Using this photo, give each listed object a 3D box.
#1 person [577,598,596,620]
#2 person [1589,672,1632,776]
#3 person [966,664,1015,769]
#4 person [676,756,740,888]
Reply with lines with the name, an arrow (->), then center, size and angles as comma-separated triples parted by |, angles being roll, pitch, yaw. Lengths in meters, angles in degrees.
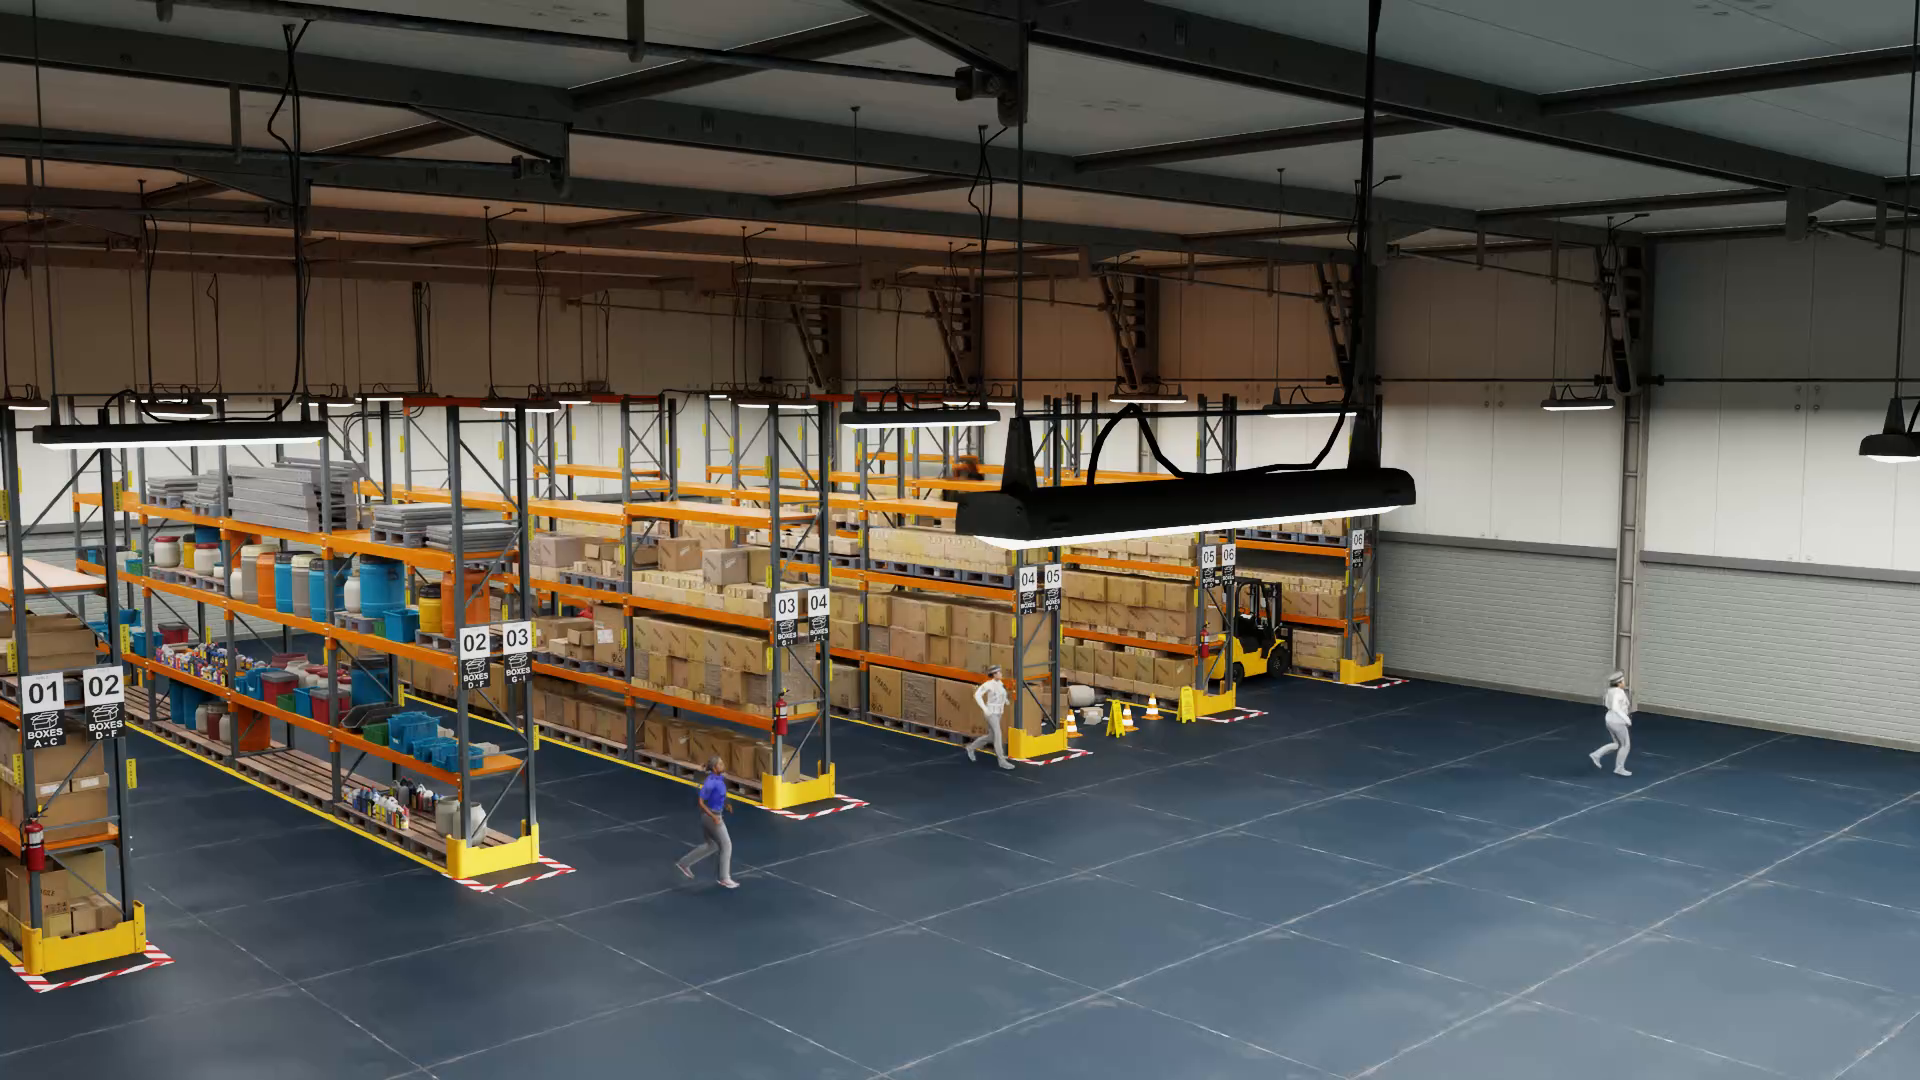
person -> -7.828, 2.079, 35.424 | 0.641, 1.711, 0.719 | -4, 7, -38
person -> 10.454, 2.935, 26.603 | 0.656, 1.680, 0.627 | 0, 6, 4
person -> 0.550, 2.846, 27.181 | 0.954, 1.650, 0.647 | 3, 6, 30
person -> -3.152, 3.513, 20.729 | 0.784, 1.680, 0.576 | -1, 6, -6
